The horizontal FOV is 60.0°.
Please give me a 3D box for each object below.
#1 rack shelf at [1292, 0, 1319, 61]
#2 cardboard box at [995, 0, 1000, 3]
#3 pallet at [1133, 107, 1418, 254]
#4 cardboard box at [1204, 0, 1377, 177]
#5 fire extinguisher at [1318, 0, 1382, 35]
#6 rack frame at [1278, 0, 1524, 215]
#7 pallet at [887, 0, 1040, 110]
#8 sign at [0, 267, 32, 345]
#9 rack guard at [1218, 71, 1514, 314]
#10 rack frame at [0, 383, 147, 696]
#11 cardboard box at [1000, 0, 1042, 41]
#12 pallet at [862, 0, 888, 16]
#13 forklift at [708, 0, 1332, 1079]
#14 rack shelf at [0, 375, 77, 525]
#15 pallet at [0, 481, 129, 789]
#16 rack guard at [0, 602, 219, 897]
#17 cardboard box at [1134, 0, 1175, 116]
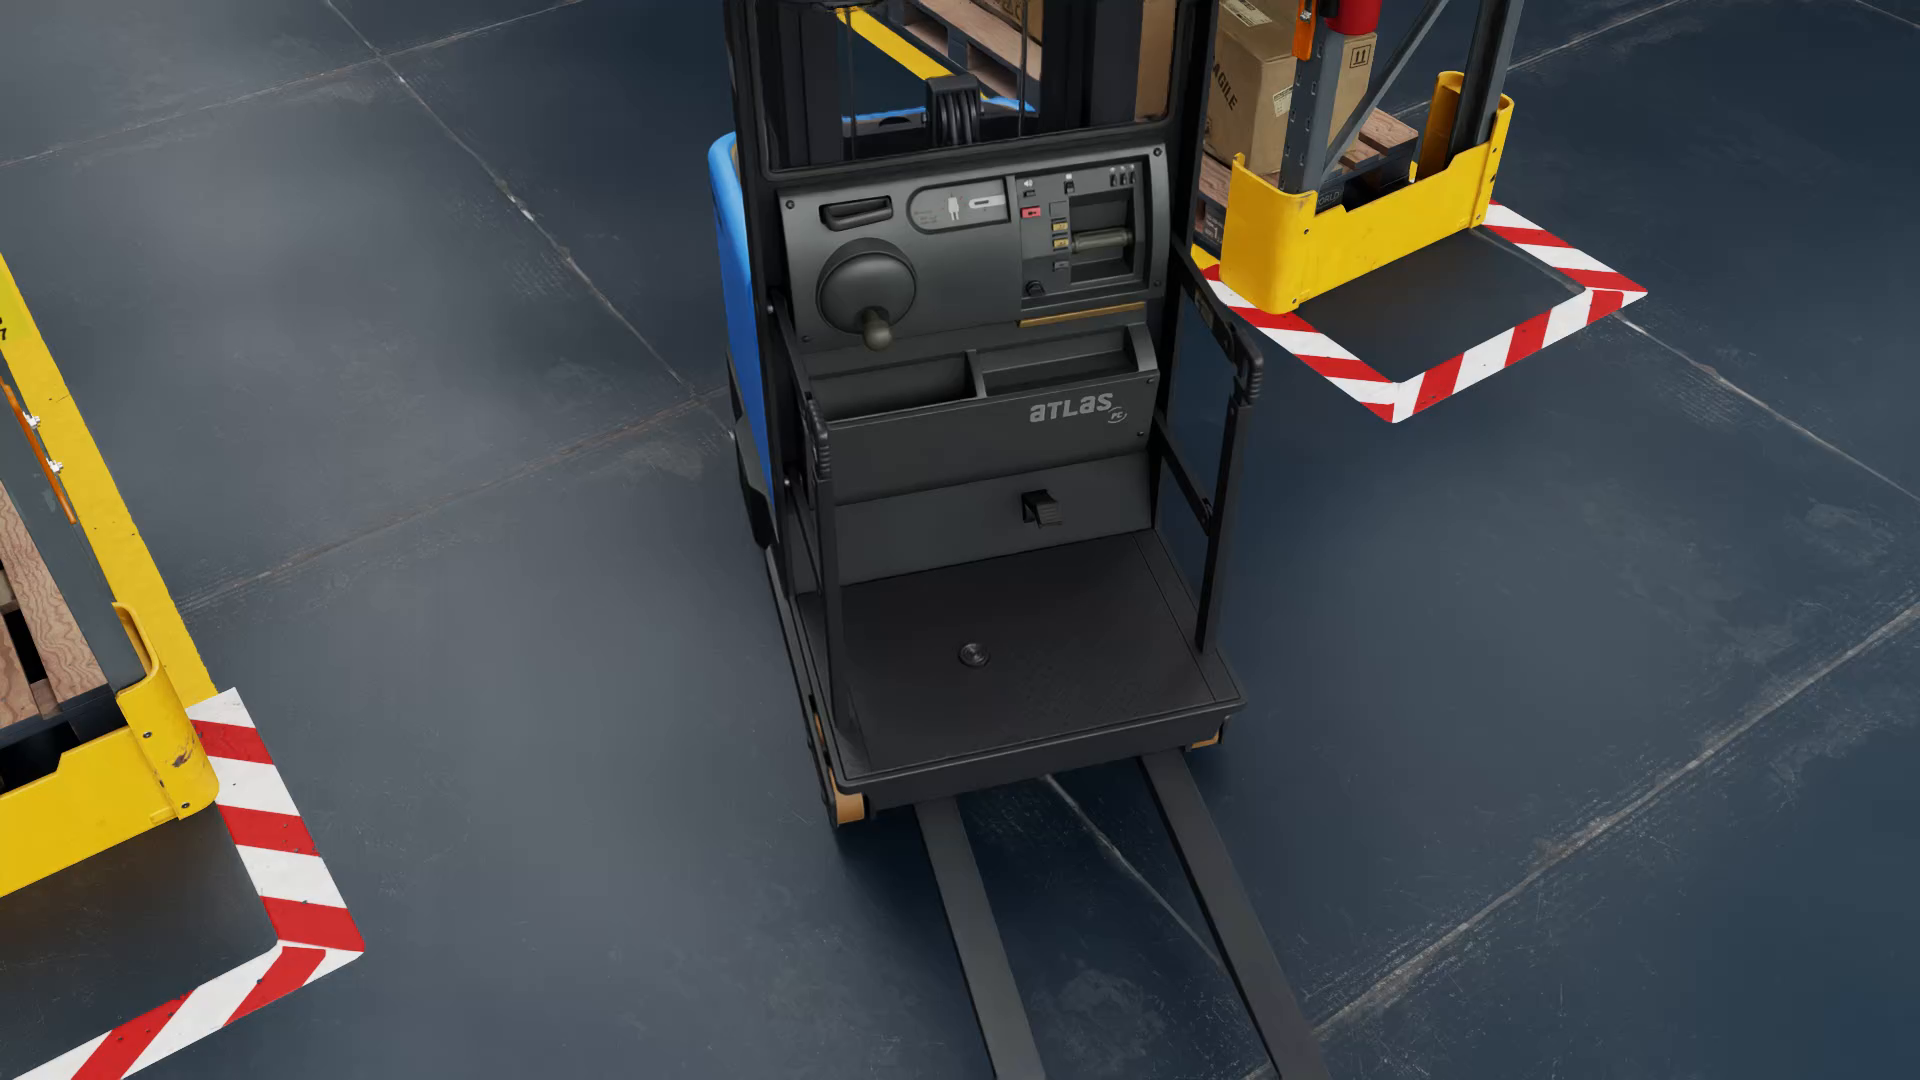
[{"bbox_3d":[0.429,-3.055,6.798,1.077,0.370,4.000,-26,49,-24],"label":"rack shelf"},{"bbox_3d":[0.234,-2.811,7.528,0.500,0.500,0.500,-30,51,-28],"label":"cardboard box"},{"bbox_3d":[1.094,-1.691,6.868,1.003,0.211,1.213,-26,49,-24],"label":"pallet"},{"bbox_3d":[1.230,-1.790,6.459,0.500,0.500,0.500,-17,46,-17],"label":"cardboard box"},{"bbox_3d":[1.261,-1.907,5.132,0.296,0.674,0.183,-26,49,-24],"label":"fire extinguisher"},{"bbox_3d":[1.573,-2.182,5.364,1.000,3.000,0.127,-26,49,-24],"label":"rack frame"},{"bbox_3d":[0.400,-2.381,7.591,1.003,0.211,1.213,-26,49,-24],"label":"pallet"},{"bbox_3d":[-2.036,-0.541,3.443,0.100,0.325,0.005,-26,49,-24],"label":"sign"},{"bbox_3d":[1.530,-1.321,6.272,1.175,0.500,0.348,-26,49,-24],"label":"rack guard"},{"bbox_3d":[-2.489,-0.226,3.314,1.000,3.000,0.127,-26,49,-24],"label":"rack frame"},{"bbox_3d":[0.517,-2.477,7.179,0.500,0.500,0.500,-21,48,-21],"label":"cardboard box"},{"bbox_3d":[-0.302,-3.073,8.316,1.003,0.211,1.213,-26,49,-24],"label":"pallet"},{"bbox_3d":[0.104,-0.605,3.762,1.130,2.935,3.031,-10,45,-11],"label":"forklift"},{"bbox_3d":[-3.633,-1.098,4.749,1.077,0.370,4.000,-26,49,-24],"label":"rack shelf"},{"bbox_3d":[-3.032,0.296,4.787,1.003,0.211,1.213,-26,49,-24],"label":"pallet"},{"bbox_3d":[-2.571,0.654,4.203,1.175,0.500,0.348,-26,49,-24],"label":"rack guard"},{"bbox_3d":[0.860,-2.115,6.800,0.500,0.500,0.500,-14,45,-14],"label":"cardboard box"}]
